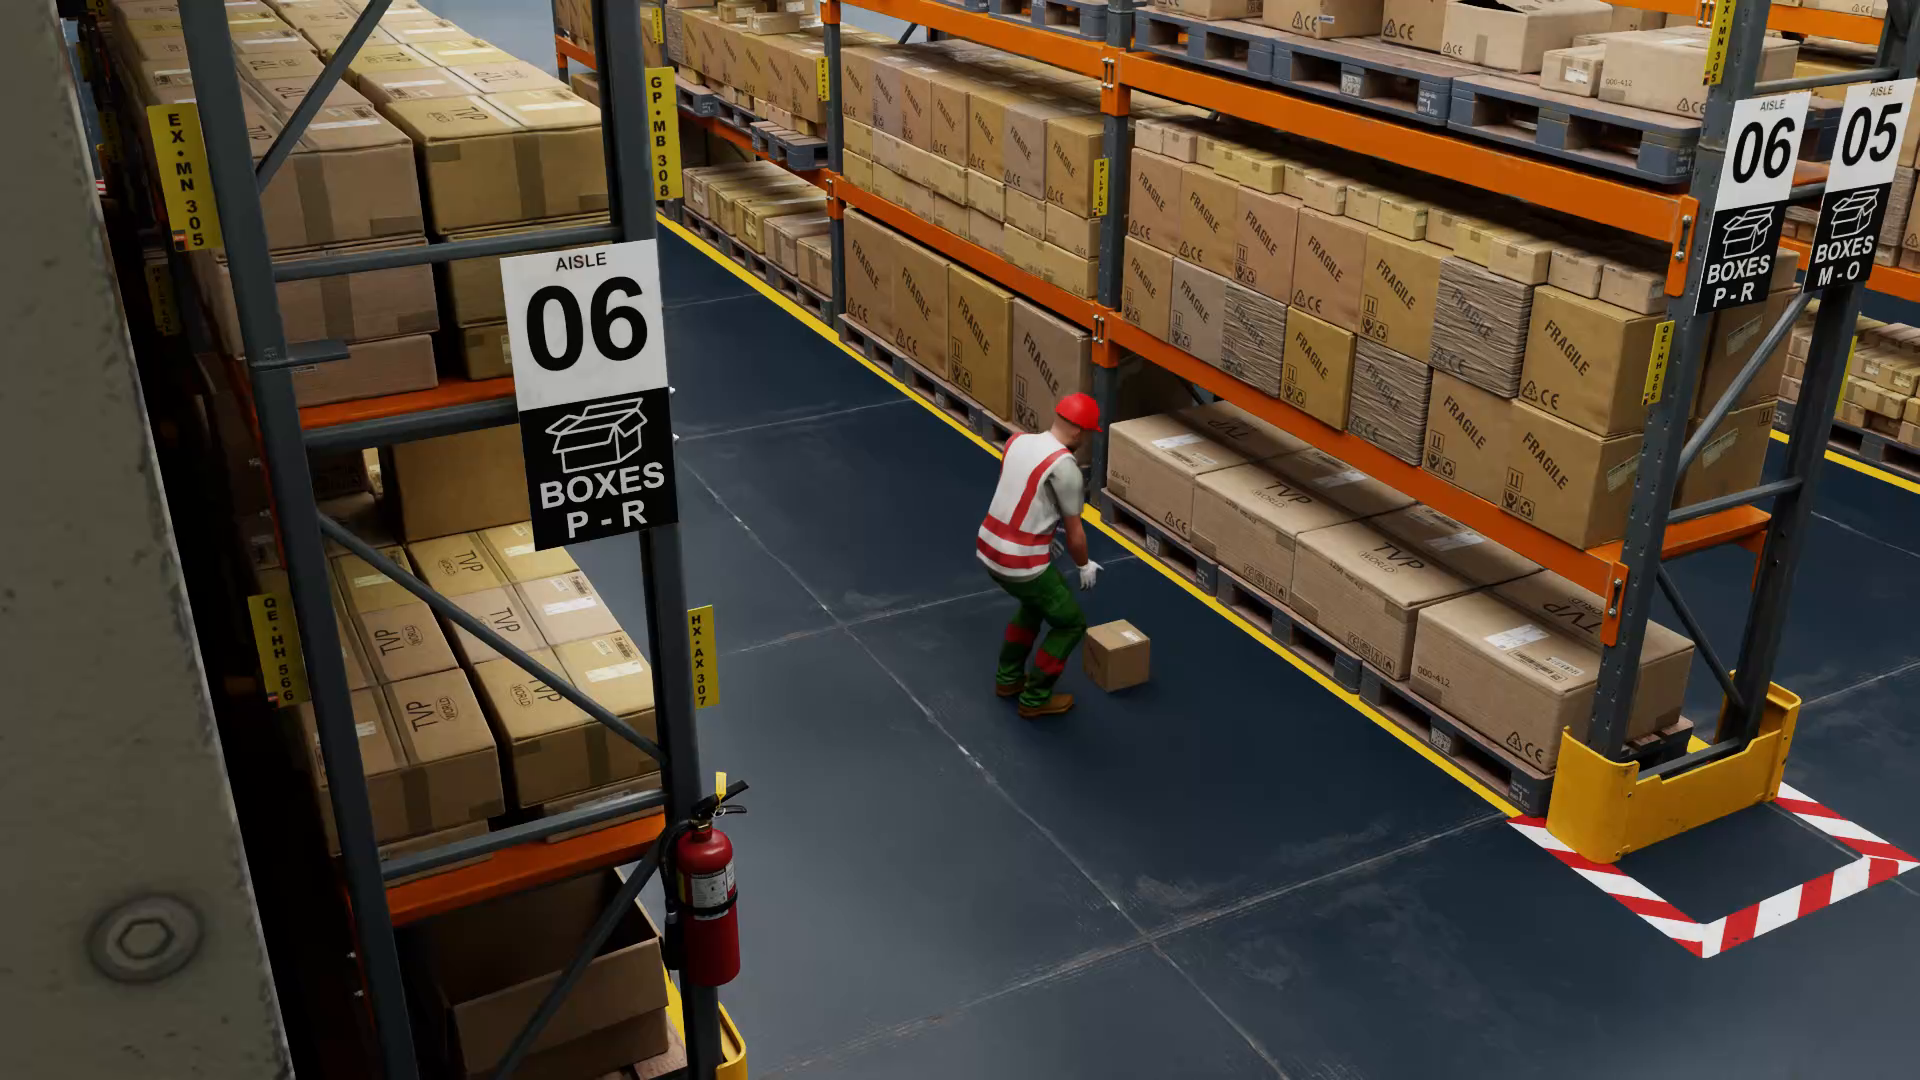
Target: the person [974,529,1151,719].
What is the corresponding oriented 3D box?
[{"bbox_3d":[0.510,0.434,8.293,0.912,0.871,0.546,-13,28,-25],"label":"person"}]
